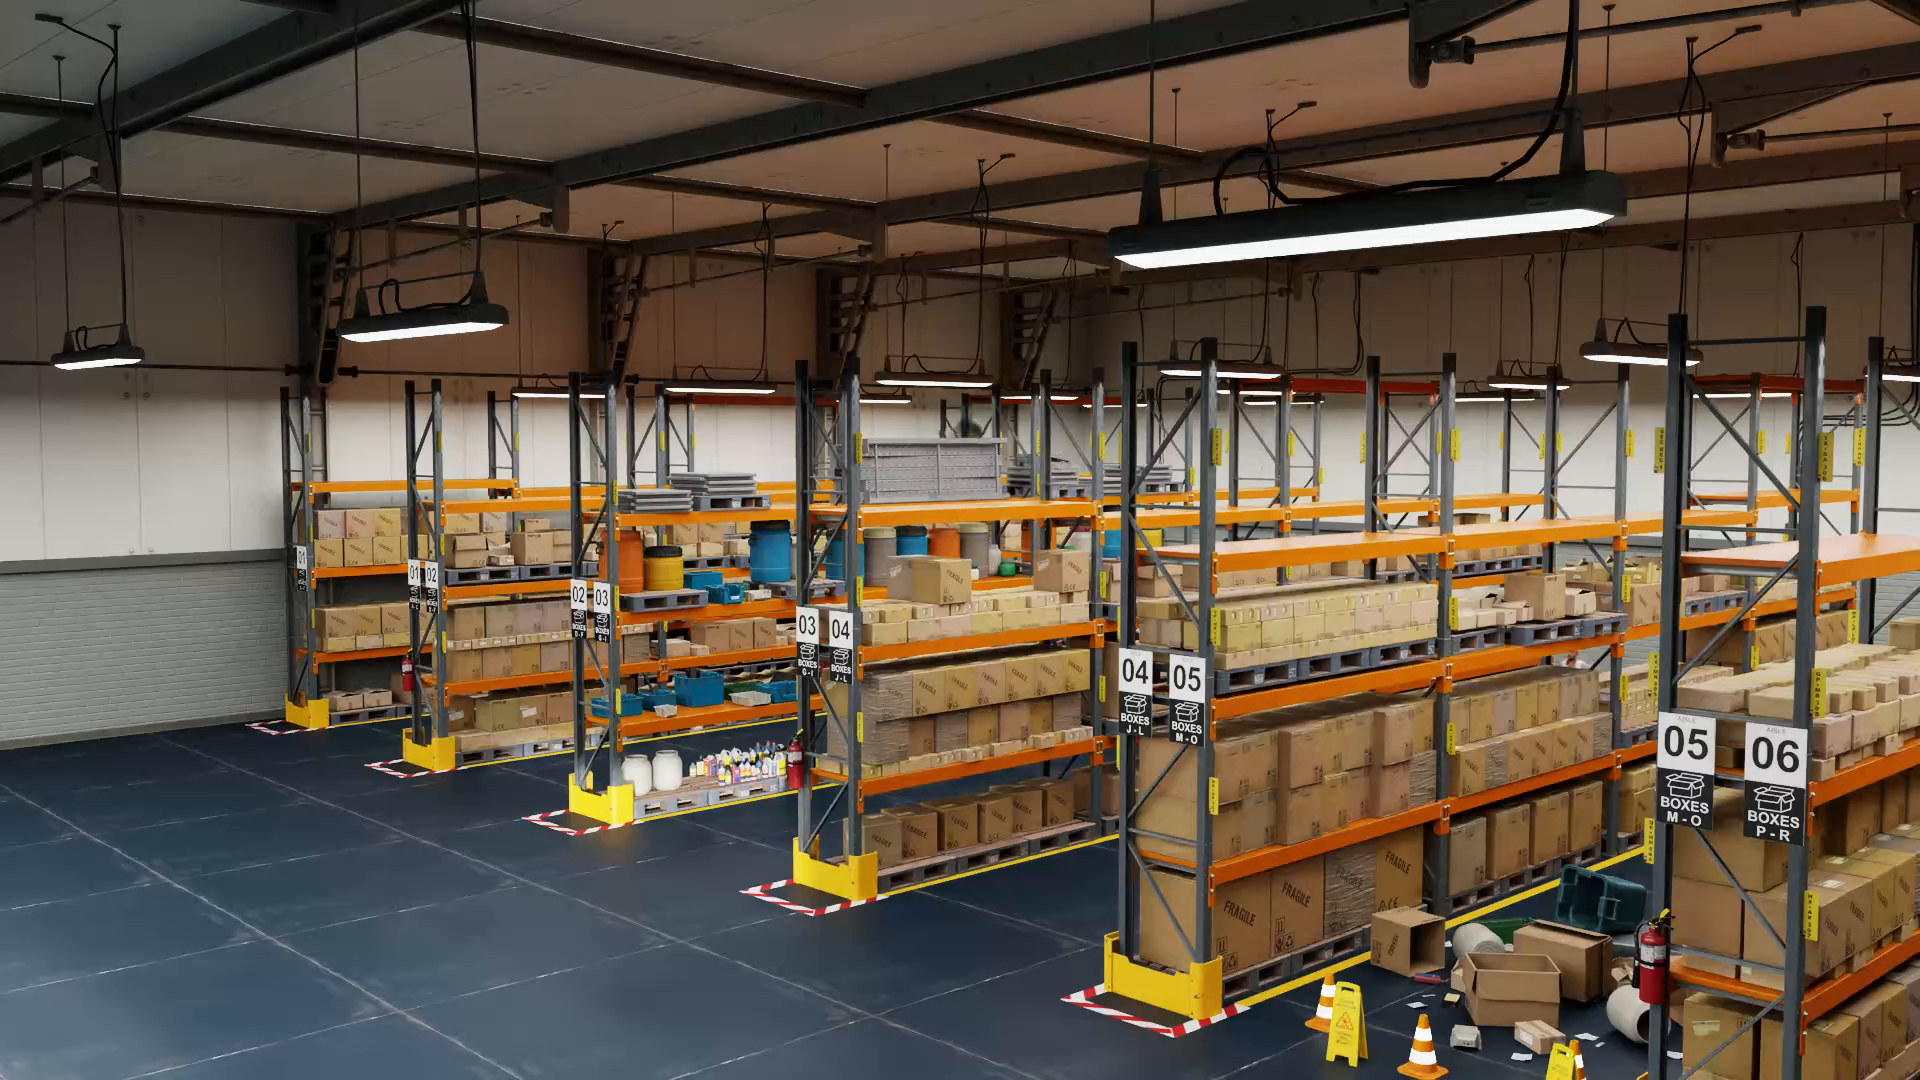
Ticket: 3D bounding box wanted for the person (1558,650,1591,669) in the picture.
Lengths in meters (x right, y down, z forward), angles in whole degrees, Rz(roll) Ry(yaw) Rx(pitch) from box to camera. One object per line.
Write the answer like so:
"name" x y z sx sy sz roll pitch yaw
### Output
"person" 9.999 2.567 27.202 0.709 1.738 0.614 3 5 40
